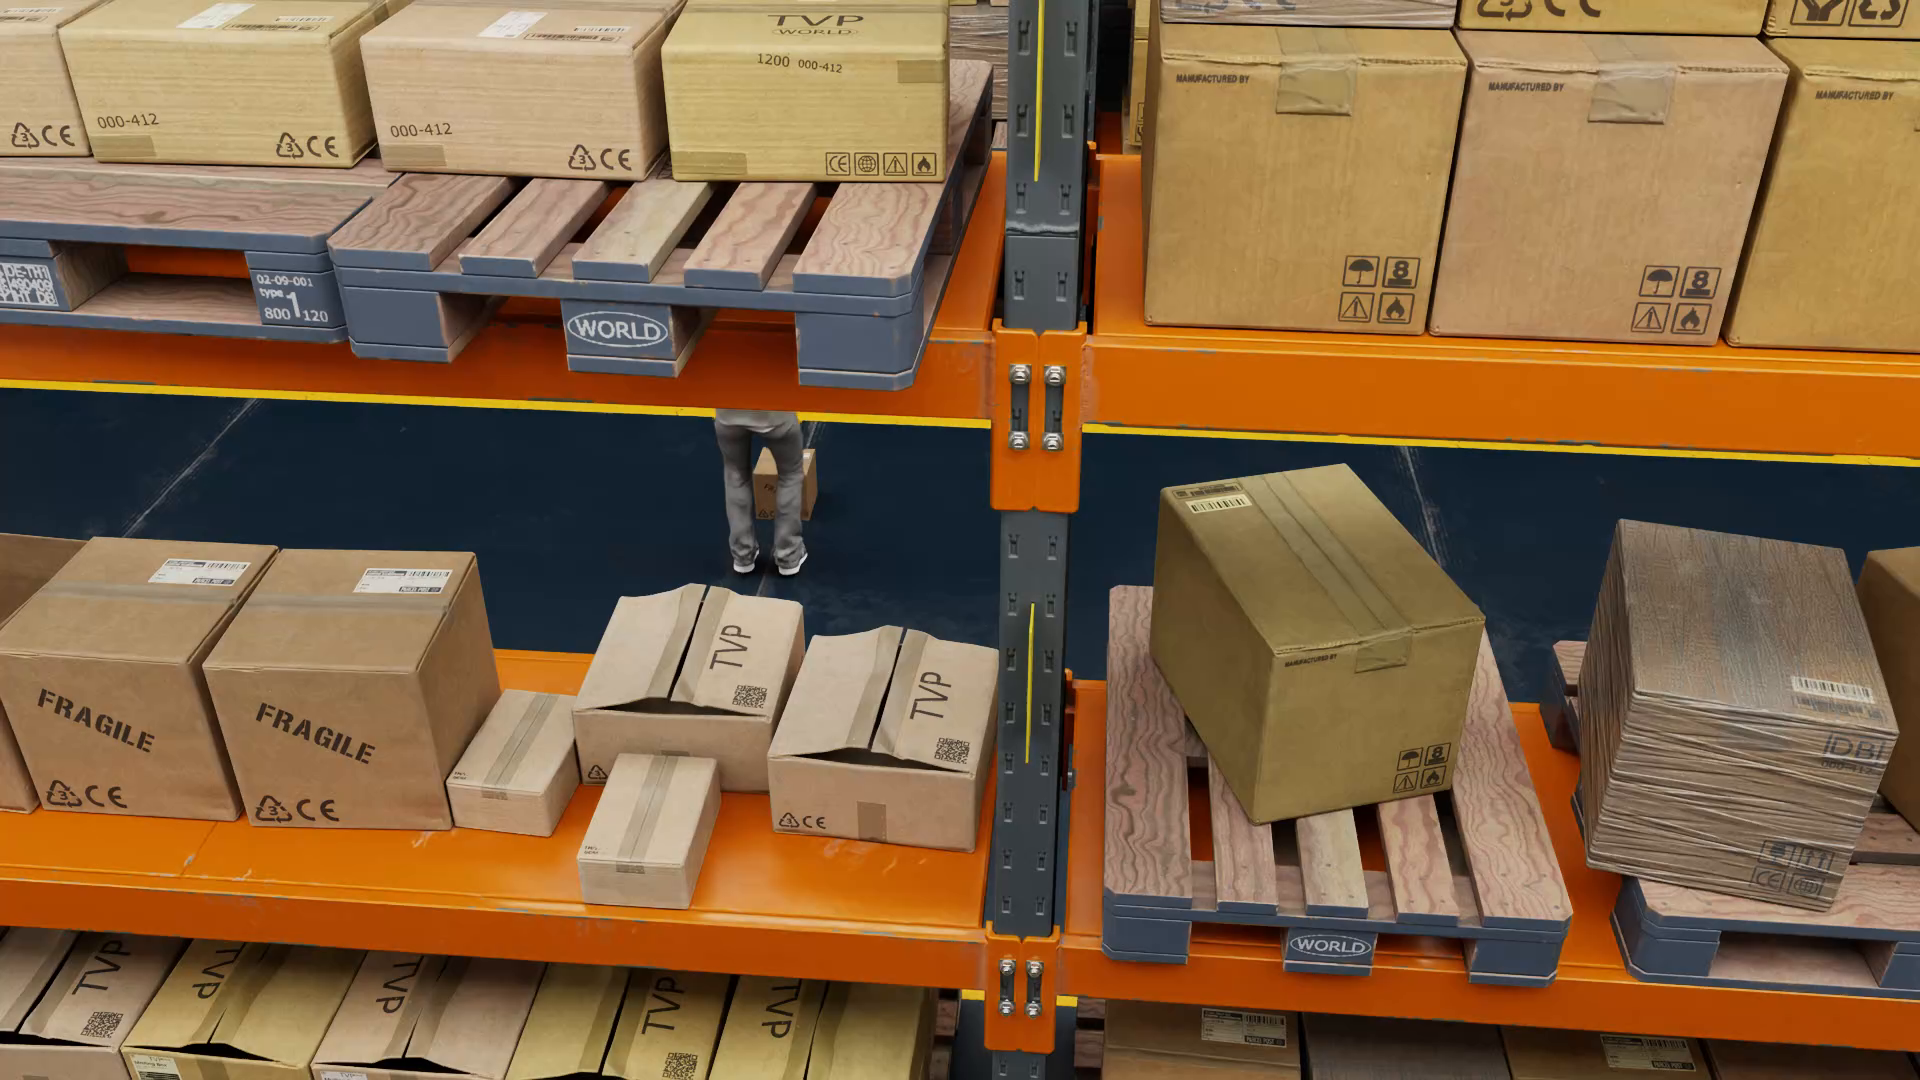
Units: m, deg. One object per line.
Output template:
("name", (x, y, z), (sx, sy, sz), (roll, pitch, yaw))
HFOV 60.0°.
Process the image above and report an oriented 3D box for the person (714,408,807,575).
("person", (-0.886, -0.551, 7.074), (0.426, 1.542, 0.382), (3, 33, 5))
